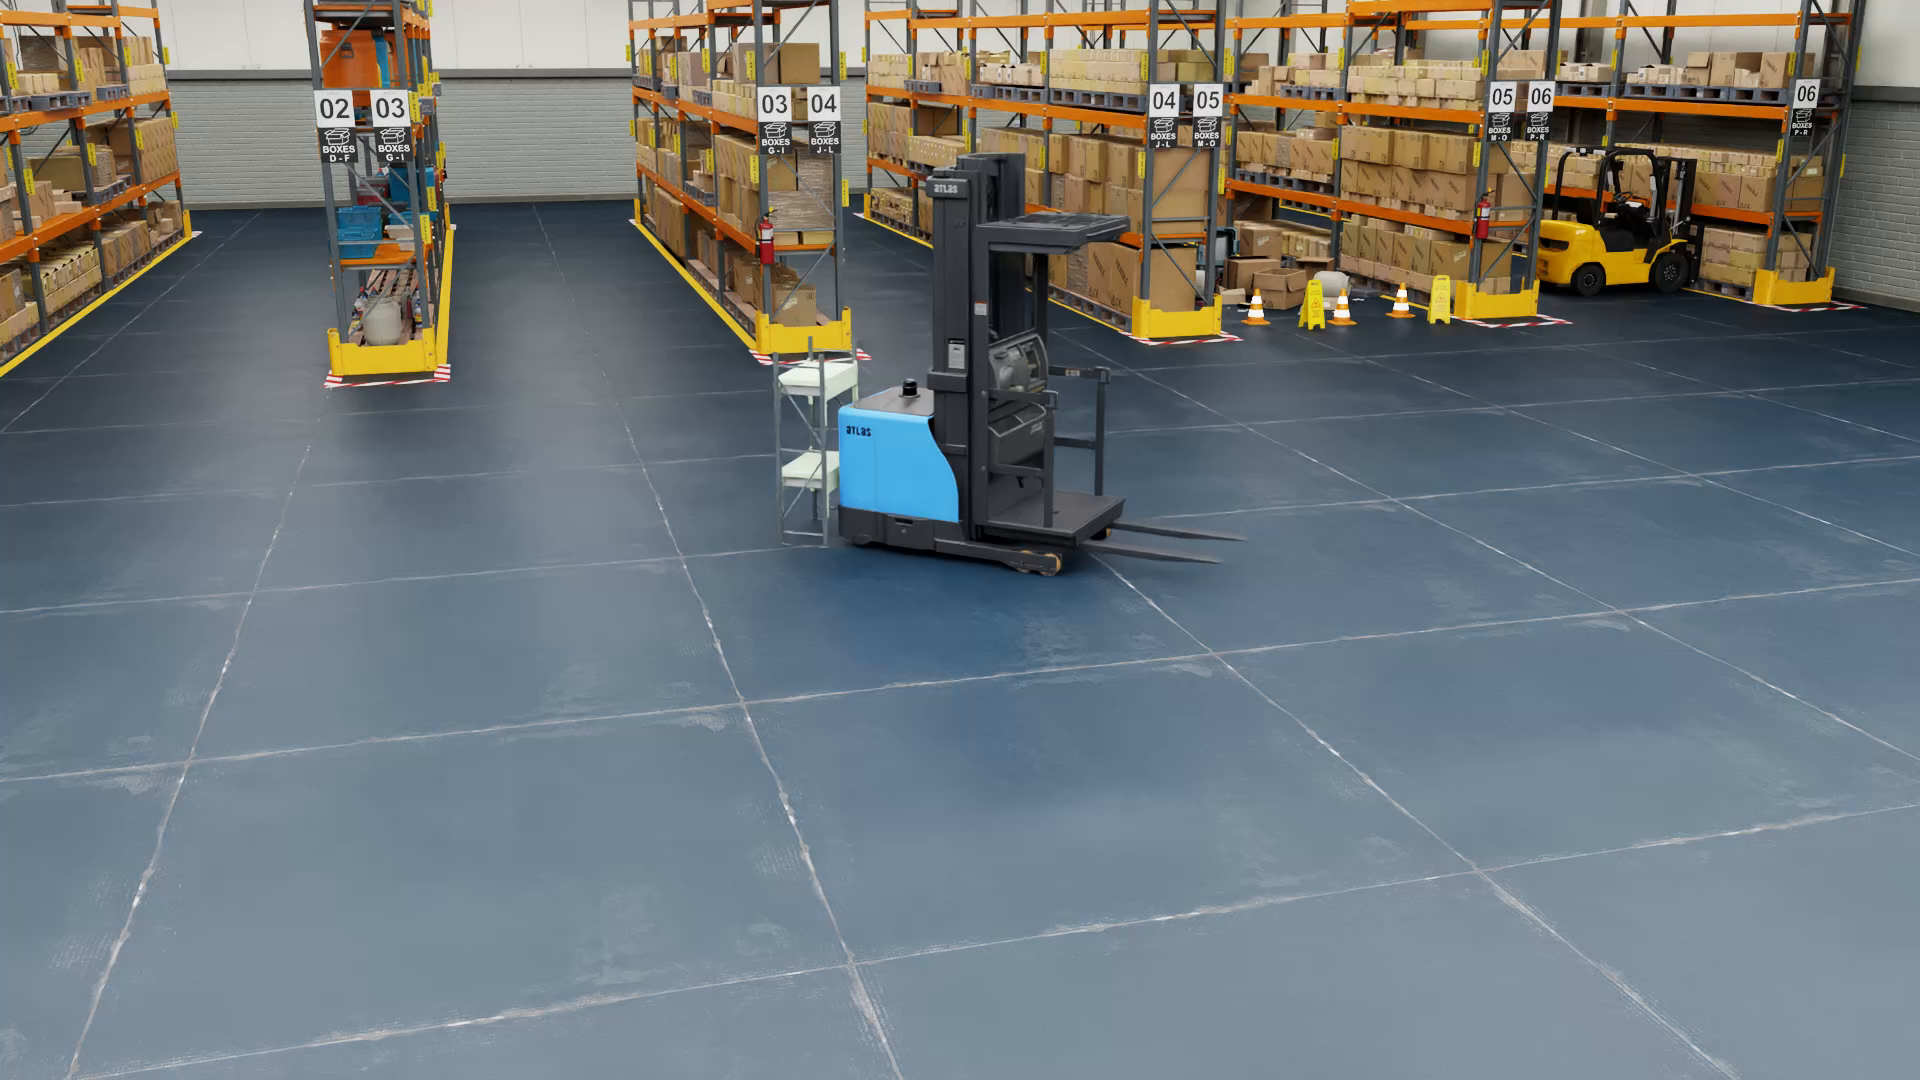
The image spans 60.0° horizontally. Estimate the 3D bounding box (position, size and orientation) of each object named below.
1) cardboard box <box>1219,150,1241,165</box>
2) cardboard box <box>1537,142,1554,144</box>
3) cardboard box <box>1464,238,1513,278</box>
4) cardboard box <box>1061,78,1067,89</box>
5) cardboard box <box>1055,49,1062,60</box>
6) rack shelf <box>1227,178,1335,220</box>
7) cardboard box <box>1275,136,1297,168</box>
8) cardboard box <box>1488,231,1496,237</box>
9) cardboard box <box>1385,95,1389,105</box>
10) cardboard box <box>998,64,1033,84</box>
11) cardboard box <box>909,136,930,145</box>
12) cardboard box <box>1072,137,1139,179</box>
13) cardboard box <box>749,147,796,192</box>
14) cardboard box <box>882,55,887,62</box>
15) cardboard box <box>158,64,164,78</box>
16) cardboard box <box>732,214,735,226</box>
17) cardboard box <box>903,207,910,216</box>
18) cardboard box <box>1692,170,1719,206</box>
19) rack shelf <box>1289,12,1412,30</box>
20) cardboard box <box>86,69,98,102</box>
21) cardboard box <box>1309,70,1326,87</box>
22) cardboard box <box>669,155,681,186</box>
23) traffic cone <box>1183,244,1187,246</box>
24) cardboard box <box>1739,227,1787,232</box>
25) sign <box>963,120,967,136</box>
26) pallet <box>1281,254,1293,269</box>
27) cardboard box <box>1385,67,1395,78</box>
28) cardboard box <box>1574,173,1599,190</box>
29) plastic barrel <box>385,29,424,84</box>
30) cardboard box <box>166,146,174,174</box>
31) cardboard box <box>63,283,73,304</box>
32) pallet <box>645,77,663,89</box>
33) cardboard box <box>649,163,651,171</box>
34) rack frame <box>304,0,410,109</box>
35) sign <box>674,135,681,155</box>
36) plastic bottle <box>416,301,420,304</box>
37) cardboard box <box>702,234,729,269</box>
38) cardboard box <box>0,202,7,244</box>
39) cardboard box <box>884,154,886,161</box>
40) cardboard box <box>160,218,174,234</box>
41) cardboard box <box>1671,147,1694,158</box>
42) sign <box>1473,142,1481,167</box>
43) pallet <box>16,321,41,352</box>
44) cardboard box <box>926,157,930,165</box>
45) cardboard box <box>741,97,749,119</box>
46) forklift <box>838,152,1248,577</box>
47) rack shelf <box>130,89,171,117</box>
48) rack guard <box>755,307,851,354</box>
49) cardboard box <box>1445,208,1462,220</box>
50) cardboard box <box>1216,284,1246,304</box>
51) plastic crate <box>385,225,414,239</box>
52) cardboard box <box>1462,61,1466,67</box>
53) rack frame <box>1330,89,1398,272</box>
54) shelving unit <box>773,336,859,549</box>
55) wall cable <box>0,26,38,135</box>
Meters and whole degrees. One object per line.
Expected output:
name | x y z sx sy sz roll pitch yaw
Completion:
cardboard box | 5.012 -7.084 30.711 0.500 0.250 0.500 -5 17 -15
cardboard box | 10.768 -7.199 30.404 0.380 0.149 0.250 -5 17 -16
cardboard box | 7.625 -4.084 24.080 0.500 0.500 0.500 -5 18 -17
cardboard box | 1.670 -6.573 23.940 0.380 0.149 0.250 -5 17 -15
cardboard box | 1.602 -7.025 24.059 0.380 0.149 0.250 -5 17 -16
rack shelf | 5.939 -5.904 28.644 1.077 0.370 4.000 -5 17 -15
cardboard box | 5.723 -6.622 28.362 0.500 0.500 0.500 -5 18 -17
cardboard box | 10.319 -6.086 31.396 0.875 0.625 0.625 -4 17 -13
cardboard box | 6.624 -6.622 25.007 0.380 0.149 0.250 -5 18 -17
cardboard box | 0.924 -7.527 26.835 0.500 0.311 0.500 -5 17 -16
cardboard box | -0.775 -7.710 32.076 0.380 0.149 0.250 -4 17 -12
cardboard box | 2.105 -5.457 23.768 0.875 0.550 0.550 -5 17 -15
cardboard box | -2.329 -4.607 20.648 0.500 0.500 0.500 -5 17 -15
cardboard box | -1.394 -9.920 34.246 0.380 0.149 0.250 -4 17 -14
cardboard box | -15.477 -8.931 31.649 0.500 0.250 0.500 -5 17 -15
cardboard box | -2.903 -4.365 22.705 0.380 0.149 0.250 -5 17 -15
cardboard box | -0.920 -6.603 33.429 0.380 0.149 0.250 -6 18 -18
cardboard box | 11.697 -5.432 25.647 0.500 0.500 0.500 -5 17 -16
rack shelf | 8.512 -11.382 36.458 1.077 0.370 4.000 -5 17 -15
cardboard box | -14.100 -7.124 26.066 0.910 0.500 0.500 -5 17 -15
cardboard box | 6.055 -7.552 27.196 0.500 0.250 0.500 -4 17 -15
cardboard box | -4.790 -6.465 29.087 0.500 0.500 0.500 -5 18 -17
traffic cone | 3.761 -4.714 27.841 0.336 0.463 0.334 -5 17 -15
cardboard box | 12.269 -4.632 25.469 0.500 0.250 0.500 -5 17 -15
sign | 0.091 -8.089 32.653 0.100 0.325 0.005 -5 17 -15
pallet | 5.934 -4.913 28.942 1.003 0.211 1.213 -5 17 -15
cardboard box | 6.588 -6.998 24.872 0.380 0.149 0.250 -5 18 -17
cardboard box | 10.870 -6.136 28.426 0.500 0.250 0.500 -4 17 -14
plastic barrel | -9.384 -8.151 28.059 0.600 0.901 0.708 -5 17 -15
cardboard box | -15.333 -7.252 31.705 0.500 0.500 0.500 -5 17 -15
cardboard box | -12.722 -3.430 23.206 0.500 0.250 0.500 -5 18 -17
pallet | -5.453 -8.746 31.795 1.003 0.211 1.213 -5 17 -15
cardboard box | -5.849 -7.276 32.399 0.380 0.149 0.250 -4 17 -14
rack frame | -6.703 -6.287 18.241 1.000 3.000 0.127 -5 17 -15
sign | -4.672 -6.528 27.459 0.100 0.325 0.005 -5 17 -15
plastic bottle | -7.023 -2.967 21.592 0.097 0.271 0.097 0 17 0
cardboard box | -3.771 -4.696 26.951 0.700 0.500 0.500 -6 18 -20
cardboard box | -12.286 -3.910 20.582 0.700 0.500 0.500 -5 17 -16
cardboard box | -1.381 -8.076 35.061 0.380 0.149 0.250 -5 17 -16
cardboard box | -15.245 -5.947 31.551 0.500 0.250 0.500 -5 17 -15
cardboard box | 11.493 -6.128 26.322 0.380 0.149 0.250 -5 17 -15
sign | 7.049 -5.257 22.676 0.100 0.325 0.005 -5 17 -15
pallet | -12.387 -2.571 21.145 1.003 0.211 1.213 -5 17 -15
cardboard box | -0.411 -7.064 30.961 0.380 0.149 0.250 -5 17 -16
cardboard box | -2.457 -5.422 20.834 0.500 0.250 0.500 -5 17 -15
forklift | 0.616 -1.311 12.223 3.031 2.935 1.130 8 19 25
rack shelf | -15.314 -7.988 30.367 1.077 0.370 4.000 -5 17 -15
rack guard | -1.961 -2.630 20.837 1.175 0.500 0.348 -5 17 -15
cardboard box | 7.103 -4.617 23.544 0.380 0.149 0.250 -5 17 -16
cardboard box | 4.000 -3.637 24.599 0.396 0.266 0.258 -2 17 -6
plastic crate | -7.112 -3.965 21.397 0.530 0.136 0.437 -5 17 -15
cardboard box | 9.811 -9.046 31.691 0.380 0.149 0.250 -5 18 -17
rack frame | 6.489 -5.696 26.699 1.000 3.000 0.127 -5 17 -15
shelving unit | -1.102 -0.771 12.913 0.431 1.500 0.755 5 17 15
wall cable | -21.836 -10.035 36.116 3.097 2.526 0.112 -5 17 -15
